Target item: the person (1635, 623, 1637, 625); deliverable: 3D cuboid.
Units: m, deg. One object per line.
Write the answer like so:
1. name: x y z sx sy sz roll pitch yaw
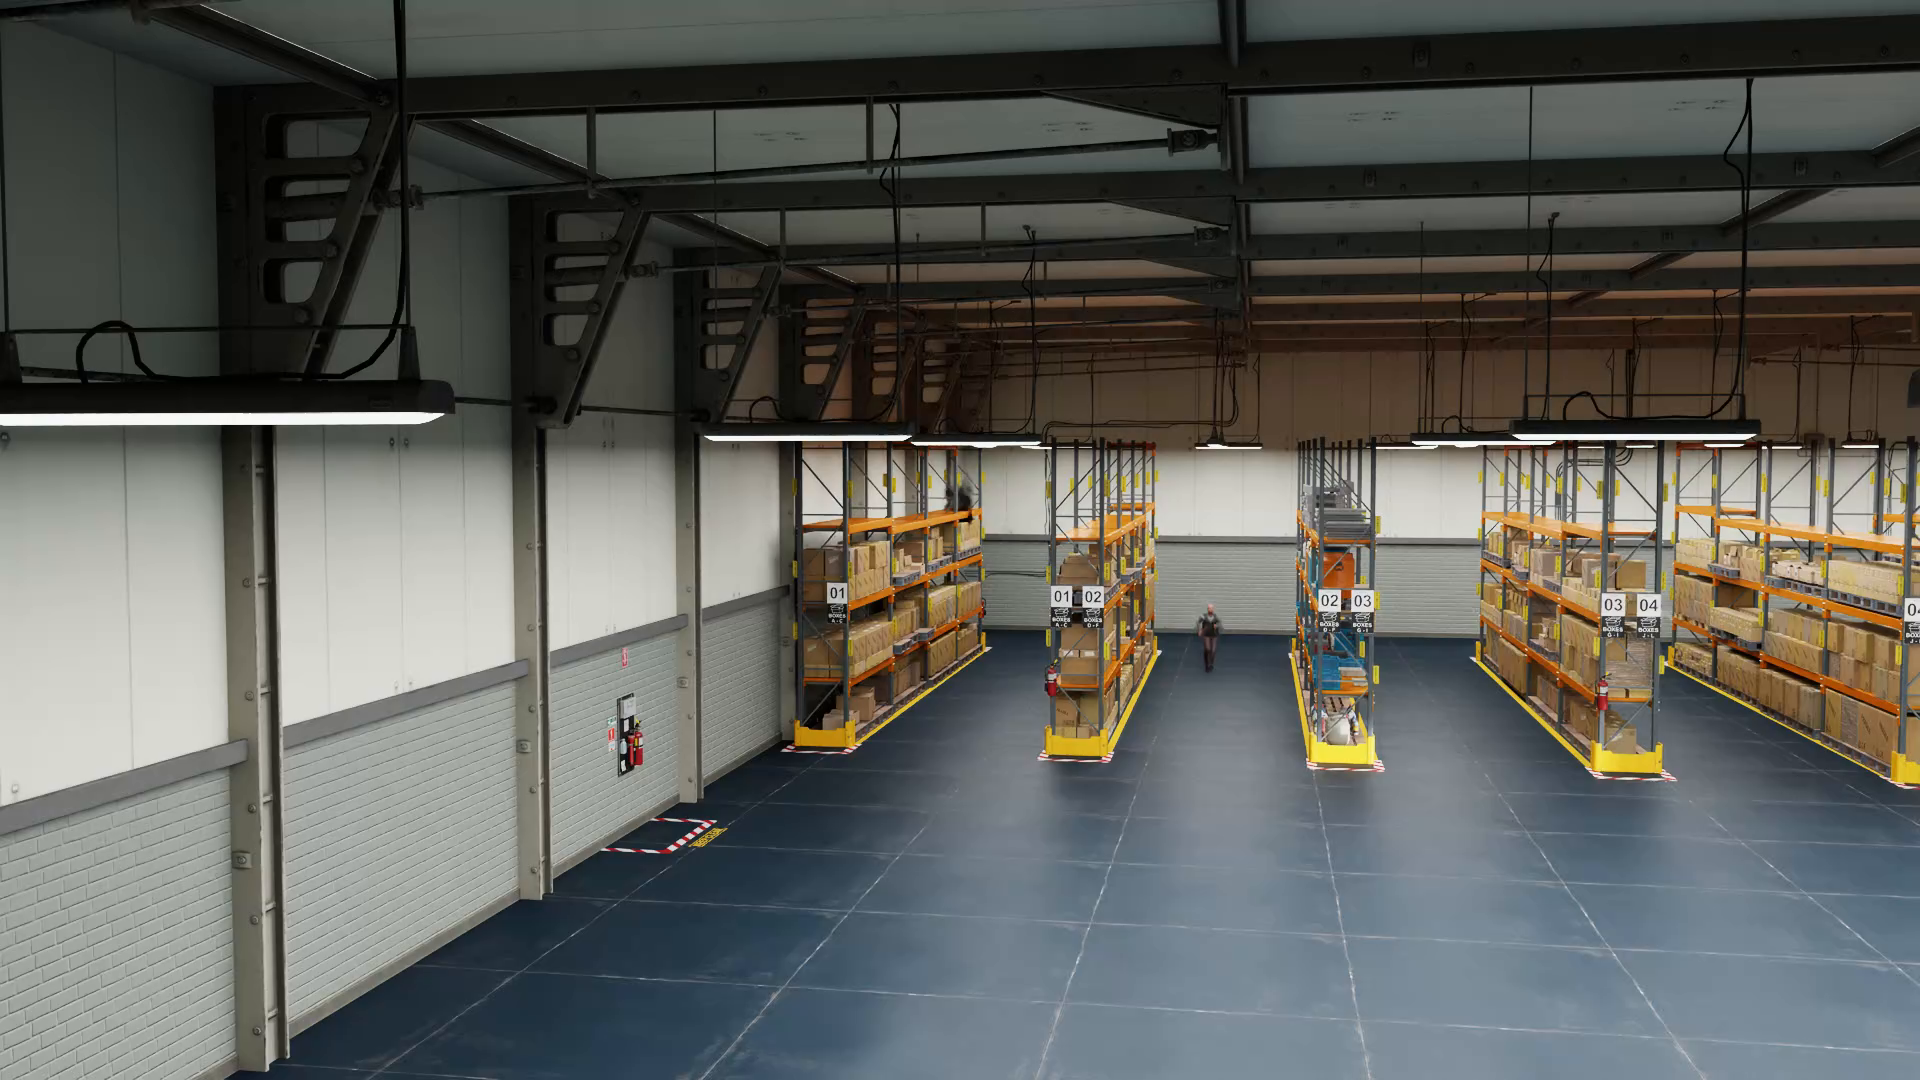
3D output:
1. person: 17.367 2.629 42.028 0.667 1.738 0.595 0 3 8

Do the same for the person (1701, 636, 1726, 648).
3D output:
1. person: 20.600 2.479 45.540 0.821 1.720 0.819 -3 4 -43

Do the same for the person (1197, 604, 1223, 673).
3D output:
1. person: 6.526 2.568 43.383 0.628 1.784 0.776 0 3 -4
